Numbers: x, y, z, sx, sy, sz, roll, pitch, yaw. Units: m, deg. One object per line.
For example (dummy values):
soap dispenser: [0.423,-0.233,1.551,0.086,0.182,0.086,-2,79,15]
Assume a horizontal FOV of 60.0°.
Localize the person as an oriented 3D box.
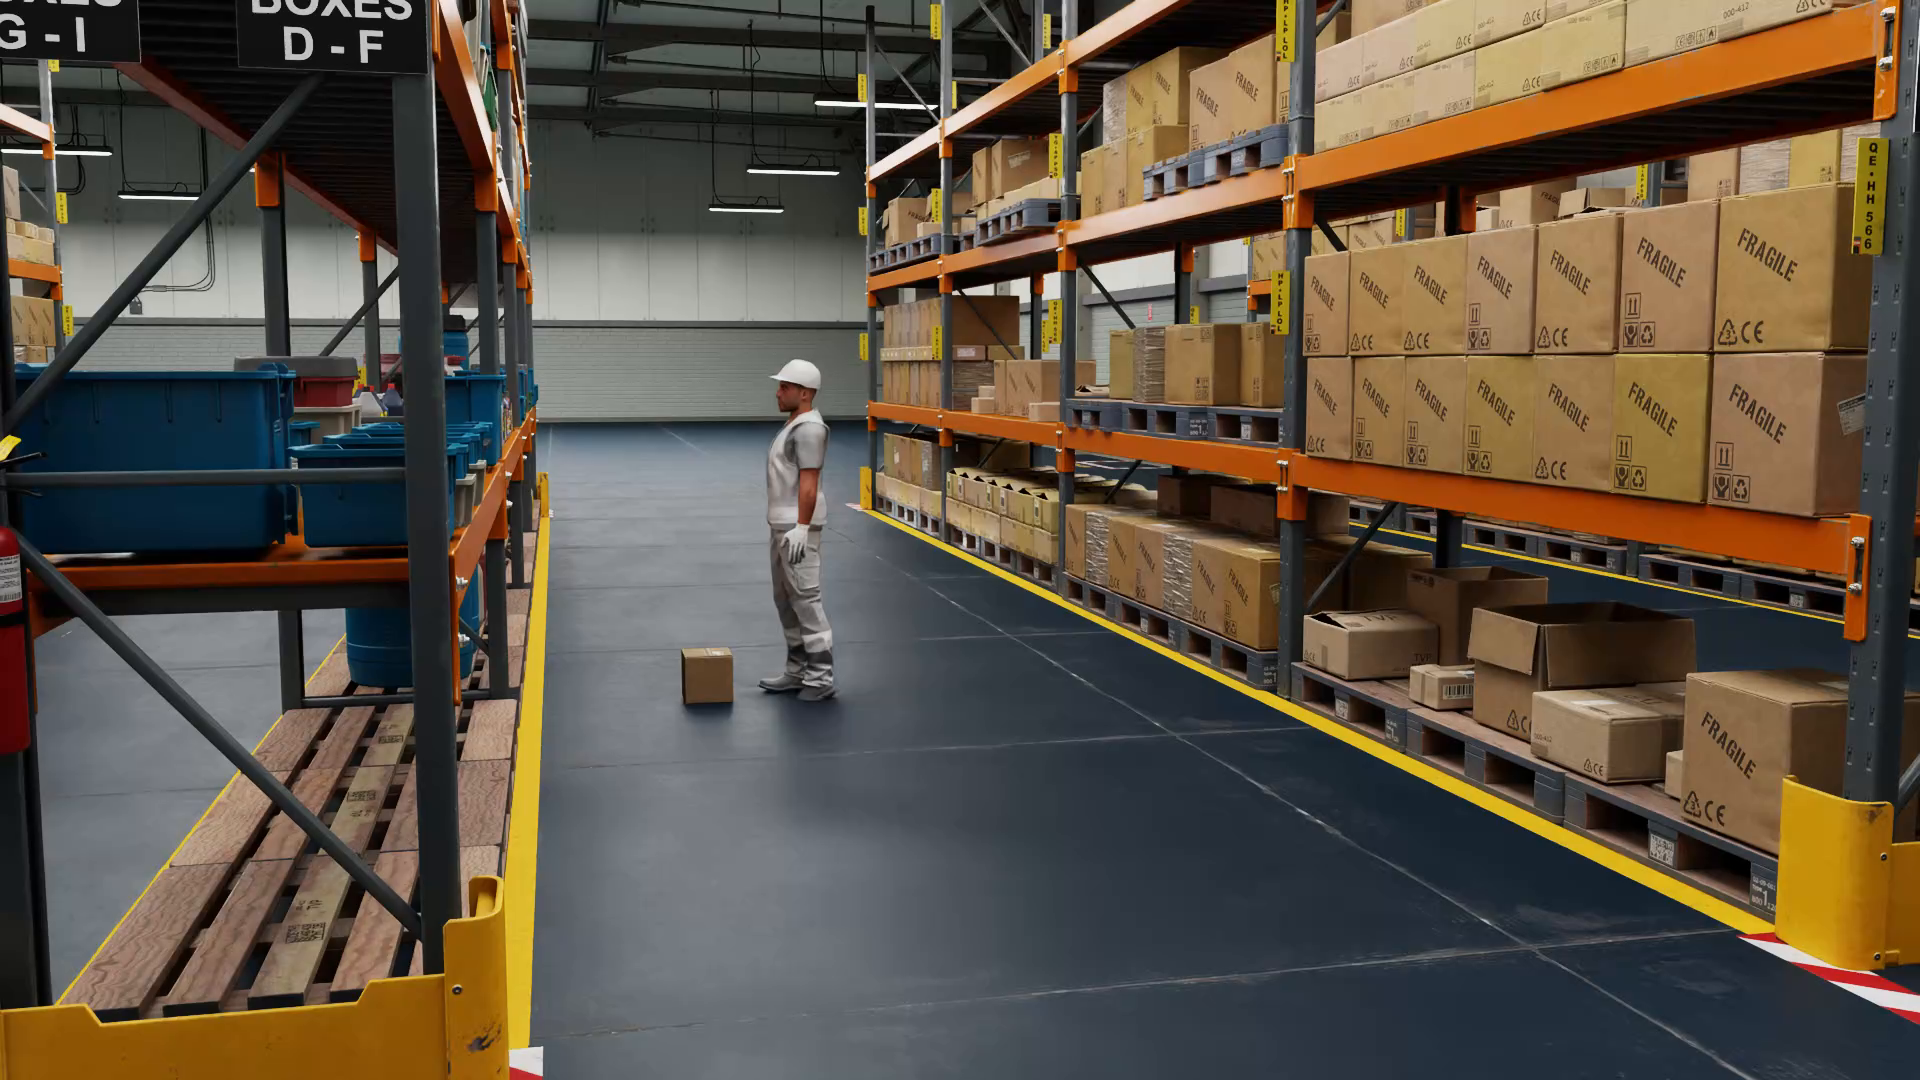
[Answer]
person: [-0.875,-0.033,8.834,0.386,1.839,0.524,-1,6,-13]
